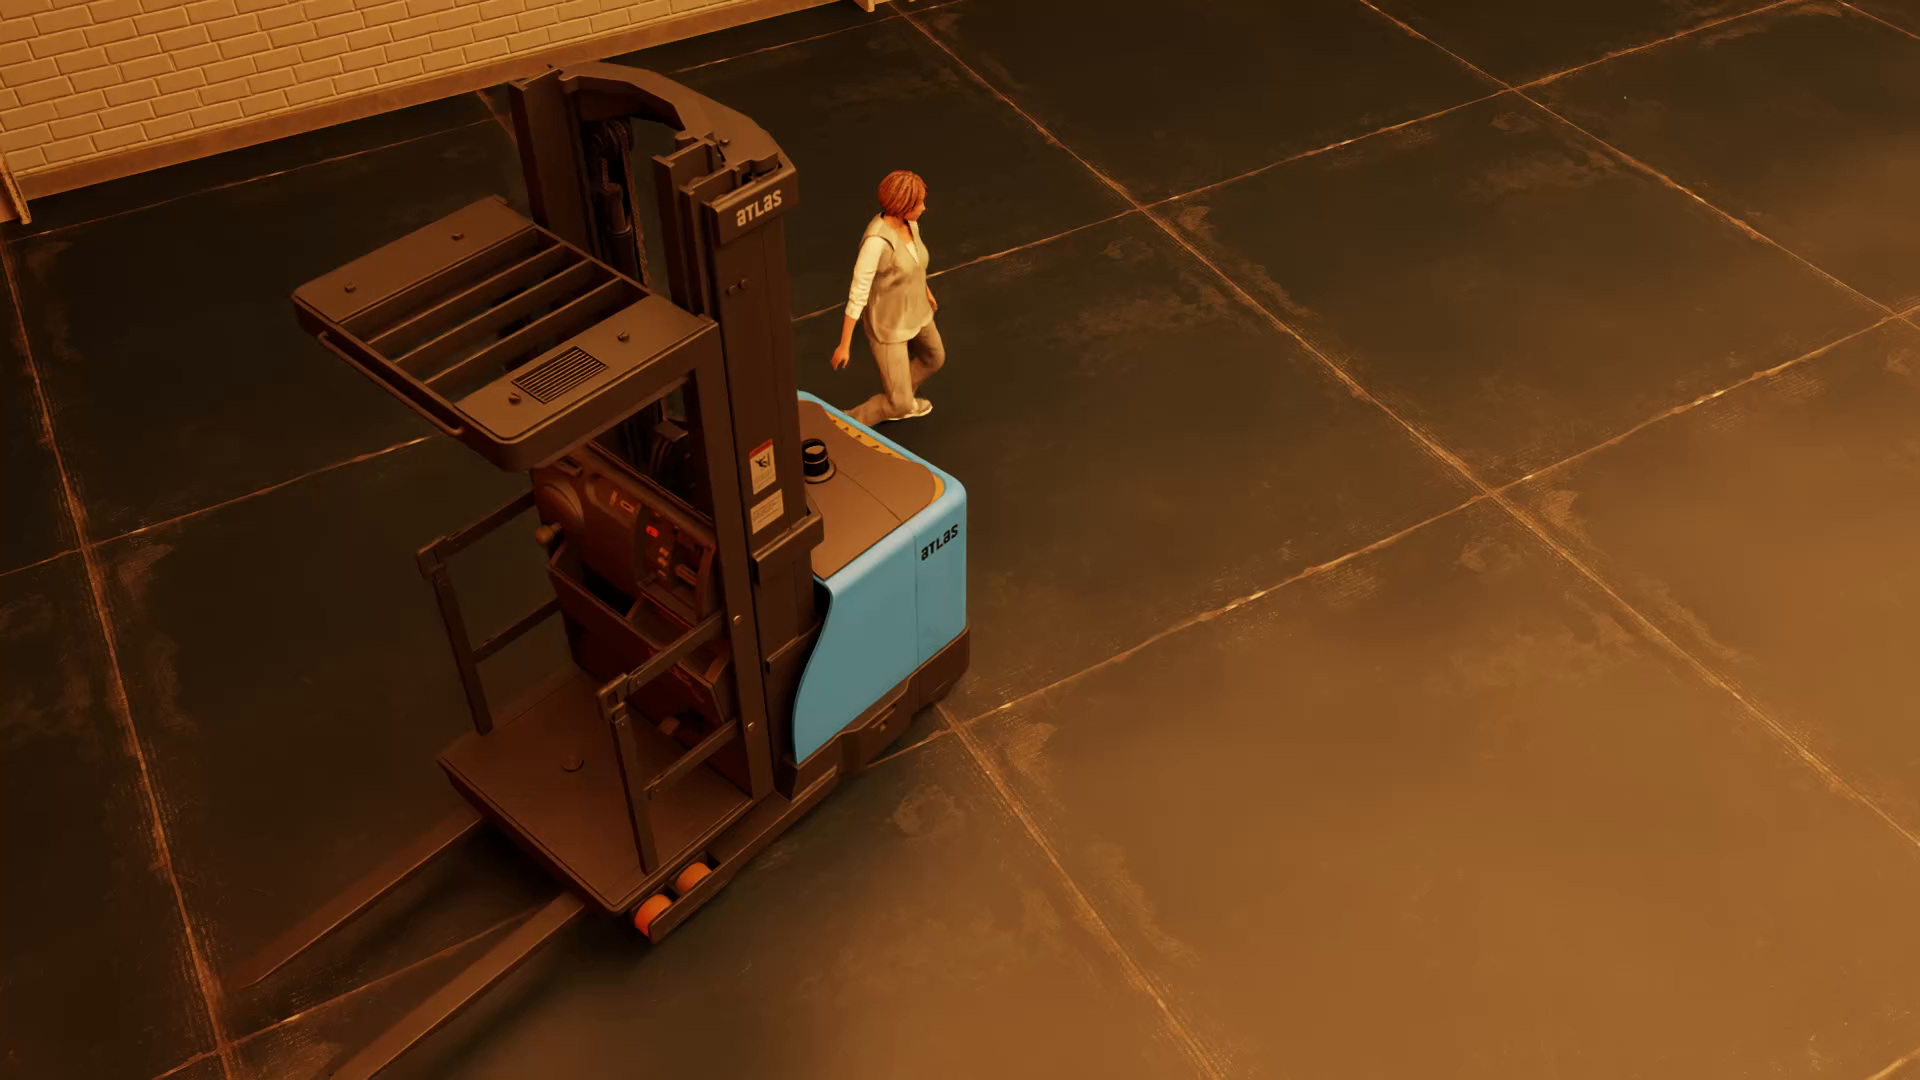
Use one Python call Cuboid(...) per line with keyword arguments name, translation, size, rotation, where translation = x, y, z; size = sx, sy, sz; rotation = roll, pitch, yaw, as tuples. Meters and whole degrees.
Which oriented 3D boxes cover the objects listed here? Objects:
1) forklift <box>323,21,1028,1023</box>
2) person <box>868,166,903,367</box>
Cuboid(name="forklift", translation=(-1.066, -0.164, 5.875), size=(1.130, 2.935, 3.031), rotation=(31, 51, 29))
Cuboid(name="person", translation=(-0.477, -1.096, 7.890), size=(0.360, 1.567, 0.708), rotation=(21, 47, 21))
